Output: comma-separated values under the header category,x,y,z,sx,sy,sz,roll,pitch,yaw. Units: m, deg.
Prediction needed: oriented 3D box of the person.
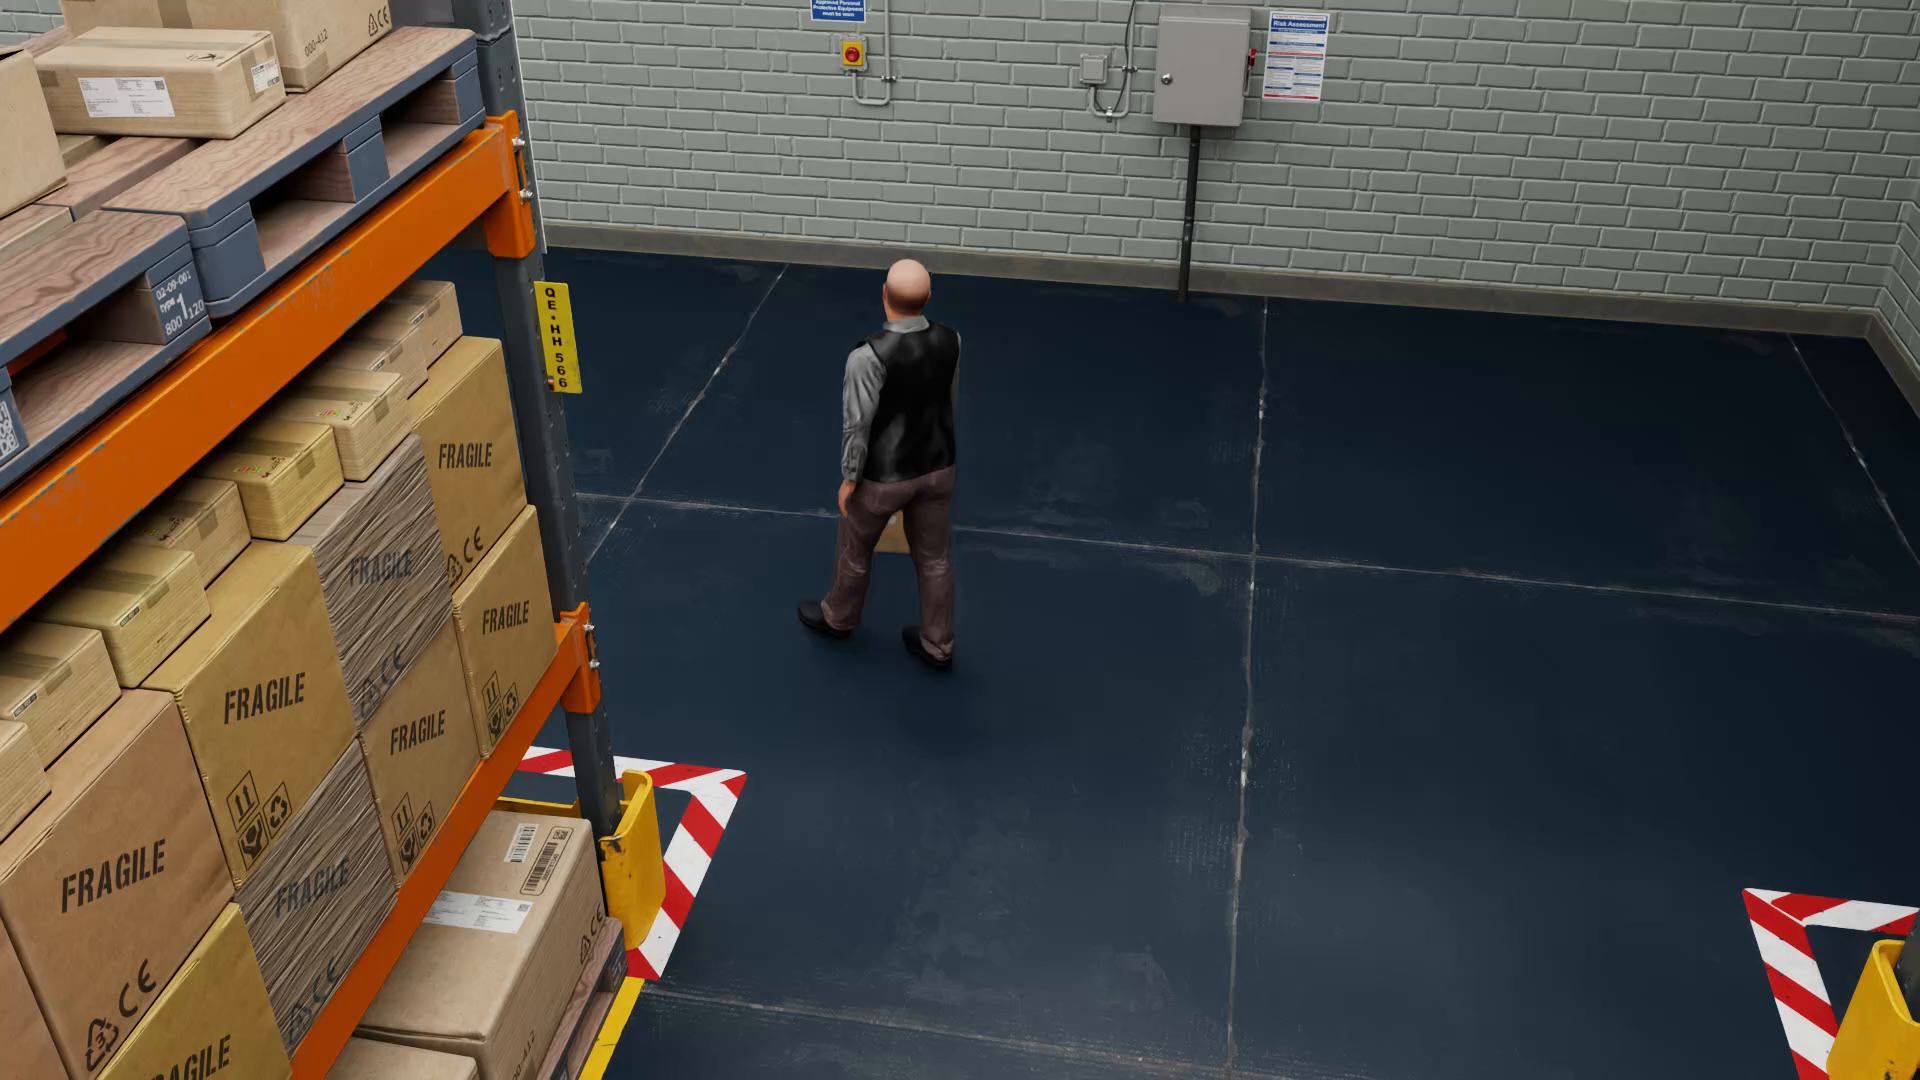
category,x,y,z,sx,sy,sz,roll,pitch,yaw
person,-0.285,-0.315,6.634,0.584,1.706,0.715,-19,37,-28
